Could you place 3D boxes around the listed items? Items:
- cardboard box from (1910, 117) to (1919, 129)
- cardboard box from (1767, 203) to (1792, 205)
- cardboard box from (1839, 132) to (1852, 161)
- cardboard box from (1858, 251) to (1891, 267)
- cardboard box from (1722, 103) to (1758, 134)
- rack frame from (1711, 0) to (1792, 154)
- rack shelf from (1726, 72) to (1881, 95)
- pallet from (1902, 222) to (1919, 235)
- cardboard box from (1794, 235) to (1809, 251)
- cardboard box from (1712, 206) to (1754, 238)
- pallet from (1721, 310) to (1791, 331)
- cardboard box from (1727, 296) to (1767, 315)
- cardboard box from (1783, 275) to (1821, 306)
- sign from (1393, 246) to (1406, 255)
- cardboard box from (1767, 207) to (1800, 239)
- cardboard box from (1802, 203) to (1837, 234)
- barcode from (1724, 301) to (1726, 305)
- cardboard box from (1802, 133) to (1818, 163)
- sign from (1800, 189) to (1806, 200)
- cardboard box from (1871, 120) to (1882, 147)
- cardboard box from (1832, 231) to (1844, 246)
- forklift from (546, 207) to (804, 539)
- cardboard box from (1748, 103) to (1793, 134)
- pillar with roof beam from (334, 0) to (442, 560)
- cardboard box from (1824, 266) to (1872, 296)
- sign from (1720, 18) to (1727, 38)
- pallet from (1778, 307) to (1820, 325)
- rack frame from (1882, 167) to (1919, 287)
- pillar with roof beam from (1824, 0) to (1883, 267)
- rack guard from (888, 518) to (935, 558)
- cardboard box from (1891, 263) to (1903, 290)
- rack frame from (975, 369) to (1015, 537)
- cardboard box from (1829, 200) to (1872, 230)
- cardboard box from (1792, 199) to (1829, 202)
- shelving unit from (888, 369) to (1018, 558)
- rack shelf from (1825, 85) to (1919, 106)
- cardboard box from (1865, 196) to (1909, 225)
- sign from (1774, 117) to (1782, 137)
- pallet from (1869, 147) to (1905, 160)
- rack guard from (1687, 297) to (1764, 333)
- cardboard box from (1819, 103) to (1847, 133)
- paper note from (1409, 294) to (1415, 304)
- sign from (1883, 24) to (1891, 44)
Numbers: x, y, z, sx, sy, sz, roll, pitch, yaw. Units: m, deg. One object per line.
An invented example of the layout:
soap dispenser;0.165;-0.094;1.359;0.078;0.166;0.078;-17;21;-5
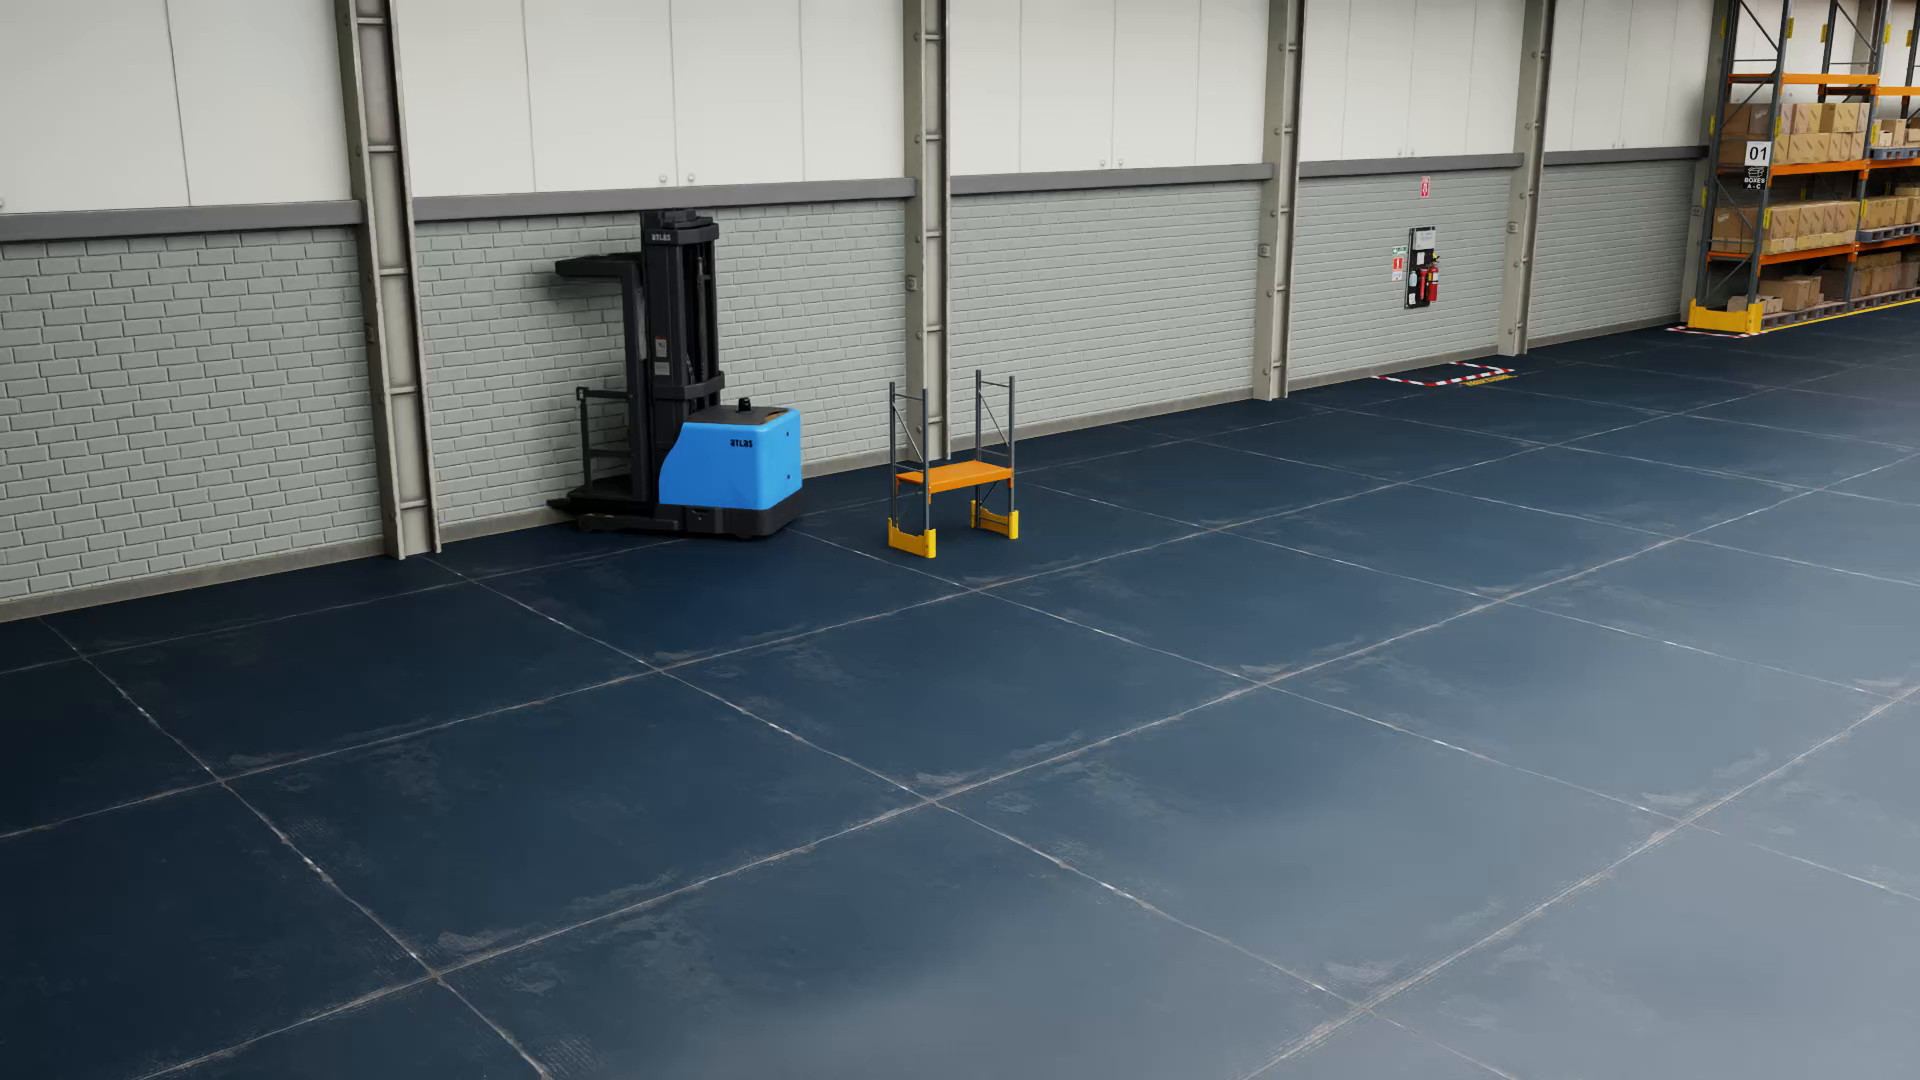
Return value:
cardboard box;19.624;-8.275;33.557;0.700;0.500;0.500;14;21;43
cardboard box;14.637;-5.795;29.933;0.500;0.500;0.500;-12;19;-39
cardboard box;15.677;-7.086;29.919;0.500;0.500;0.500;14;20;42
cardboard box;17.938;-5.535;32.699;0.500;0.250;0.500;-13;20;-40
cardboard box;13.421;-7.232;28.529;0.500;0.500;0.500;-12;19;-37
rack frame;13.268;-8.016;27.822;0.127;3.000;1.000;-13;19;-39
rack shelf;14.776;-8.006;29.184;4.000;0.370;1.077;-13;19;-39
pallet;18.835;-6.239;33.165;1.003;0.211;1.213;-13;19;-39
cardboard box;14.615;-5.252;29.350;0.500;0.250;0.500;-13;20;-40
cardboard box;13.484;-5.538;28.971;0.500;0.500;0.500;-13;20;-40
pallet;13.961;-3.914;29.494;1.213;0.211;1.003;-13;19;-39
cardboard box;13.849;-4.131;29.260;0.500;0.311;0.500;13;20;41
cardboard box;15.529;-4.617;30.712;0.500;0.500;0.500;14;21;43
sign;6.337;-4.176;23.974;0.331;0.109;0.001;-13;19;-39
cardboard box;14.205;-5.521;28.907;0.500;0.500;0.500;-13;19;-39
cardboard box;15.372;-5.786;29.896;0.500;0.500;0.500;-13;20;-41
barcode;13.600;-4.216;29.562;0.075;0.075;0.001;-13;19;-39
cardboard box;14.502;-6.806;28.871;0.500;0.500;0.500;-12;19;-37
sign;15.918;-6.462;31.386;0.005;0.325;0.100;-13;19;-39
cardboard box;16.750;-7.573;30.968;0.500;0.500;0.500;-9;18;-32
cardboard box;15.746;-5.510;30.319;0.500;0.250;0.500;-13;19;-39
forklift;-3.075;-1.608;15.591;3.031;2.935;1.130;4;15;14
cardboard box;13.718;-7.126;28.132;0.500;0.500;0.500;14;21;43
pillar with roof beam;-2.051;-3.399;10.538;0.400;9.000;9.100;-13;19;-39
cardboard box;17.186;-5.025;32.243;0.500;0.500;0.700;-13;20;-40
sign;12.919;-8.655;28.099;0.005;0.325;0.100;-13;19;-39
pallet;14.881;-4.120;30.264;1.213;0.211;1.003;-13;19;-39
rack frame;19.303;-6.473;33.670;0.127;3.000;1.000;-13;19;-39
pillar with roof beam;20.580;-8.481;29.564;0.400;9.000;9.100;-13;19;-39
rack guard;-0.433;-0.023;14.854;0.087;0.250;0.587;-13;19;-39
cardboard box;18.329;-5.281;33.200;0.500;0.500;0.700;-13;20;-39
rack frame;0.319;-0.796;15.325;0.032;1.500;0.500;-13;19;-39
cardboard box;16.692;-6.136;31.362;0.500;0.500;0.700;-13;19;-39
cardboard box;15.794;-6.056;30.908;0.500;0.500;0.500;-13;20;-41
shelving unit;-0.058;-0.712;15.008;1.083;1.500;0.587;-13;19;-39
rack shelf;17.794;-8.492;31.772;4.000;0.370;1.077;-13;19;-39
cardboard box;18.029;-6.437;32.489;0.500;0.500;0.700;-13;19;-39
sign;13.624;-6.884;27.701;0.005;0.325;0.100;-13;19;-39
pallet;16.821;-7.238;31.084;1.003;0.211;1.213;-13;19;-39
rack guard;13.325;-3.923;28.967;0.348;0.500;1.175;-13;19;-39
cardboard box;15.292;-7.462;29.392;0.500;0.500;0.500;-14;20;-41
paper note;6.634;-3.535;24.378;0.142;0.148;0.016;-13;19;-39
sign;16.628;-9.074;29.821;0.005;0.325;0.100;-13;19;-39
